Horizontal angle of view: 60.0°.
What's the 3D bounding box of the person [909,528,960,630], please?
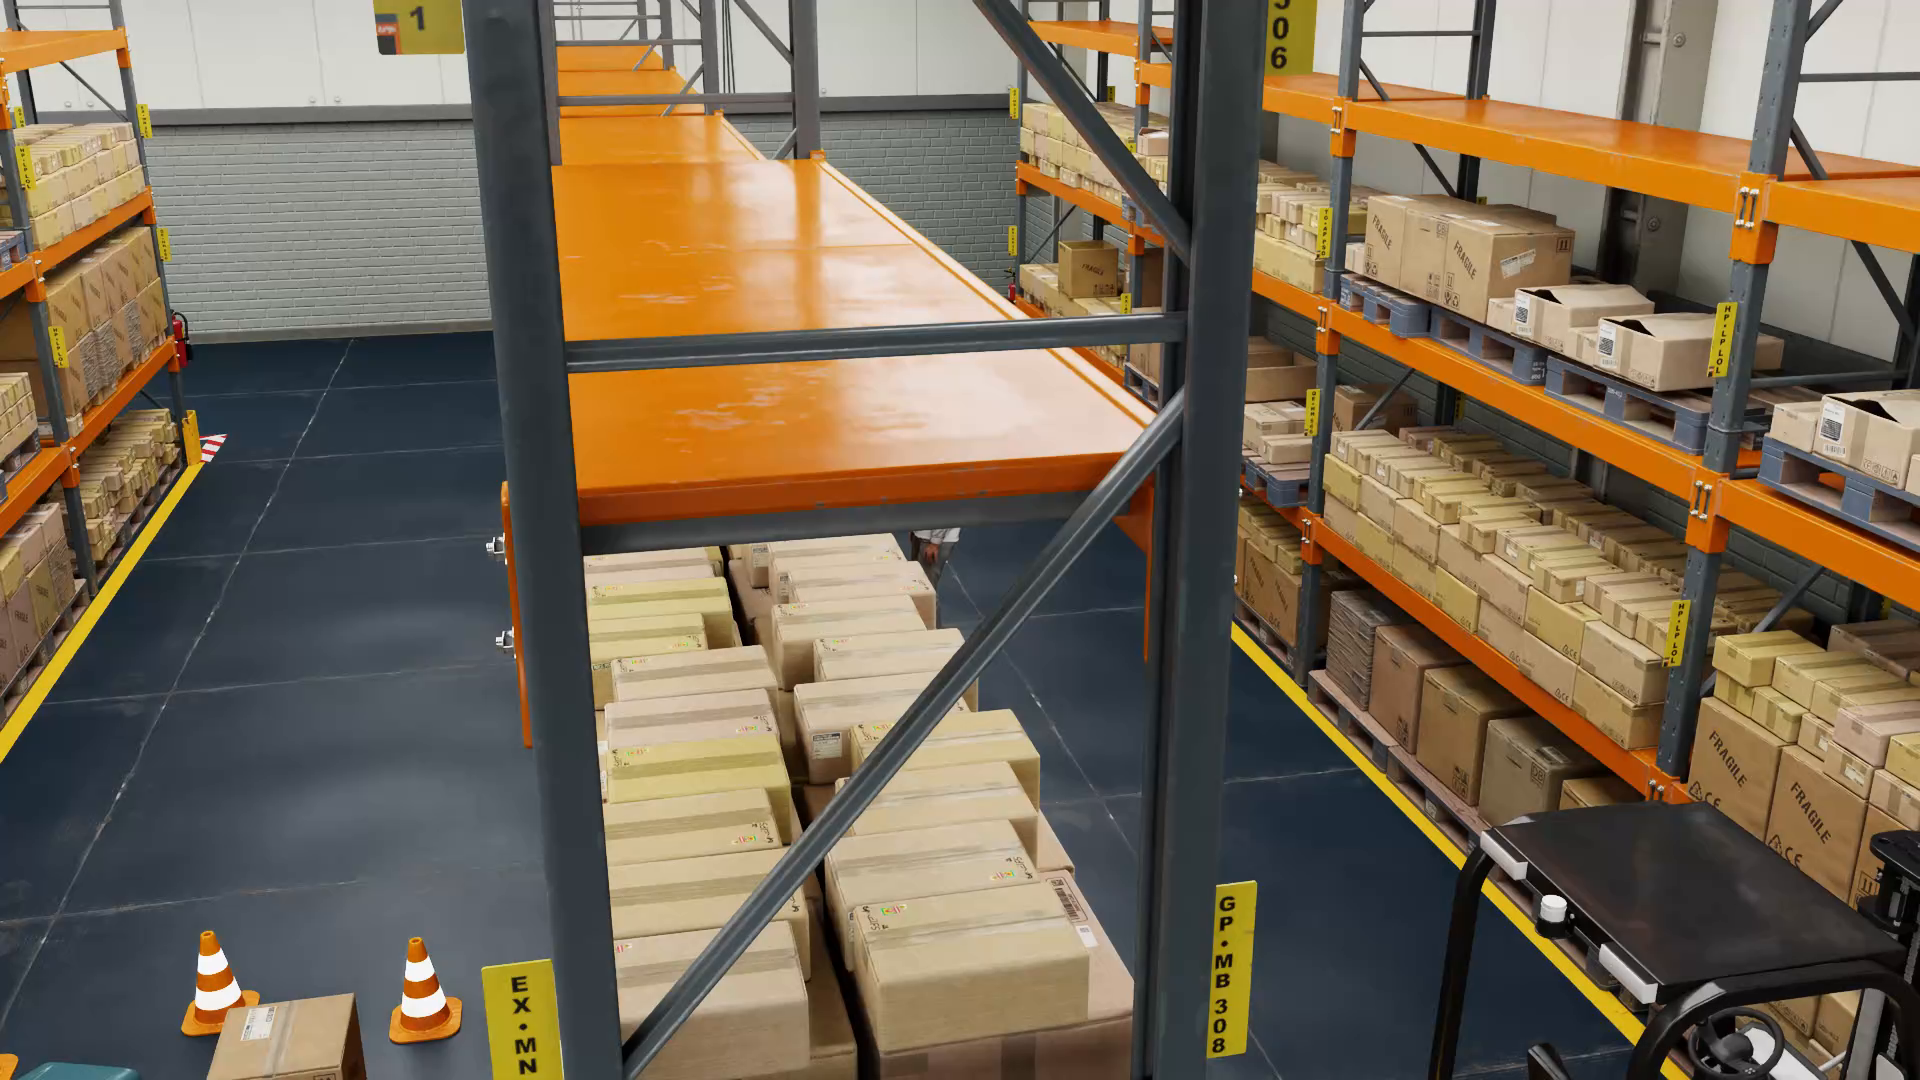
[{"bbox_3d":[-0.238,-0.039,12.453,0.465,1.771,0.588,-5,20,-14],"label":"person"}]
